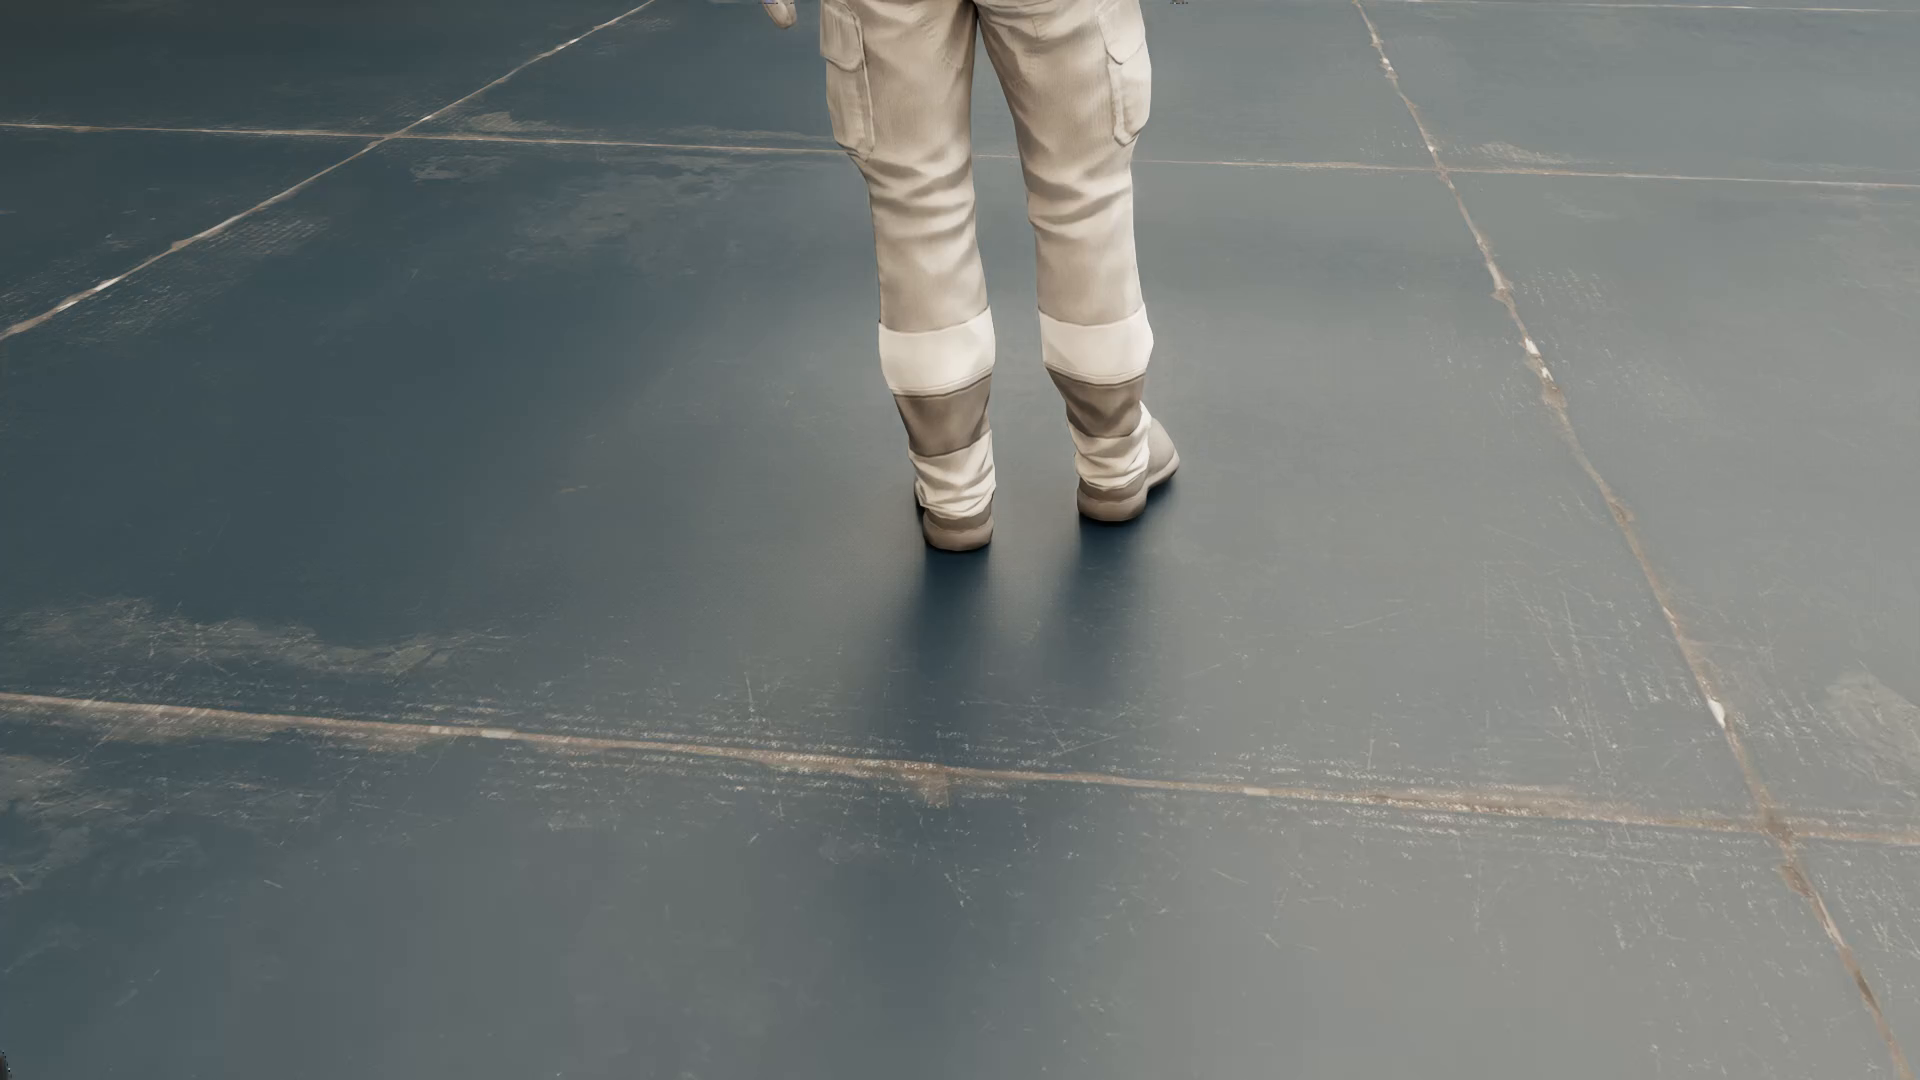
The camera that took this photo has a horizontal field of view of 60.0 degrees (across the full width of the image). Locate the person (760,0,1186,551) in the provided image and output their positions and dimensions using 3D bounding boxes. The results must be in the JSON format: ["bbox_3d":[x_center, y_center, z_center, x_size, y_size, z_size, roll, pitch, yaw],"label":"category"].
[{"bbox_3d":[0.021,-0.842,2.168,0.638,1.789,0.562,3,27,7],"label":"person"}]
